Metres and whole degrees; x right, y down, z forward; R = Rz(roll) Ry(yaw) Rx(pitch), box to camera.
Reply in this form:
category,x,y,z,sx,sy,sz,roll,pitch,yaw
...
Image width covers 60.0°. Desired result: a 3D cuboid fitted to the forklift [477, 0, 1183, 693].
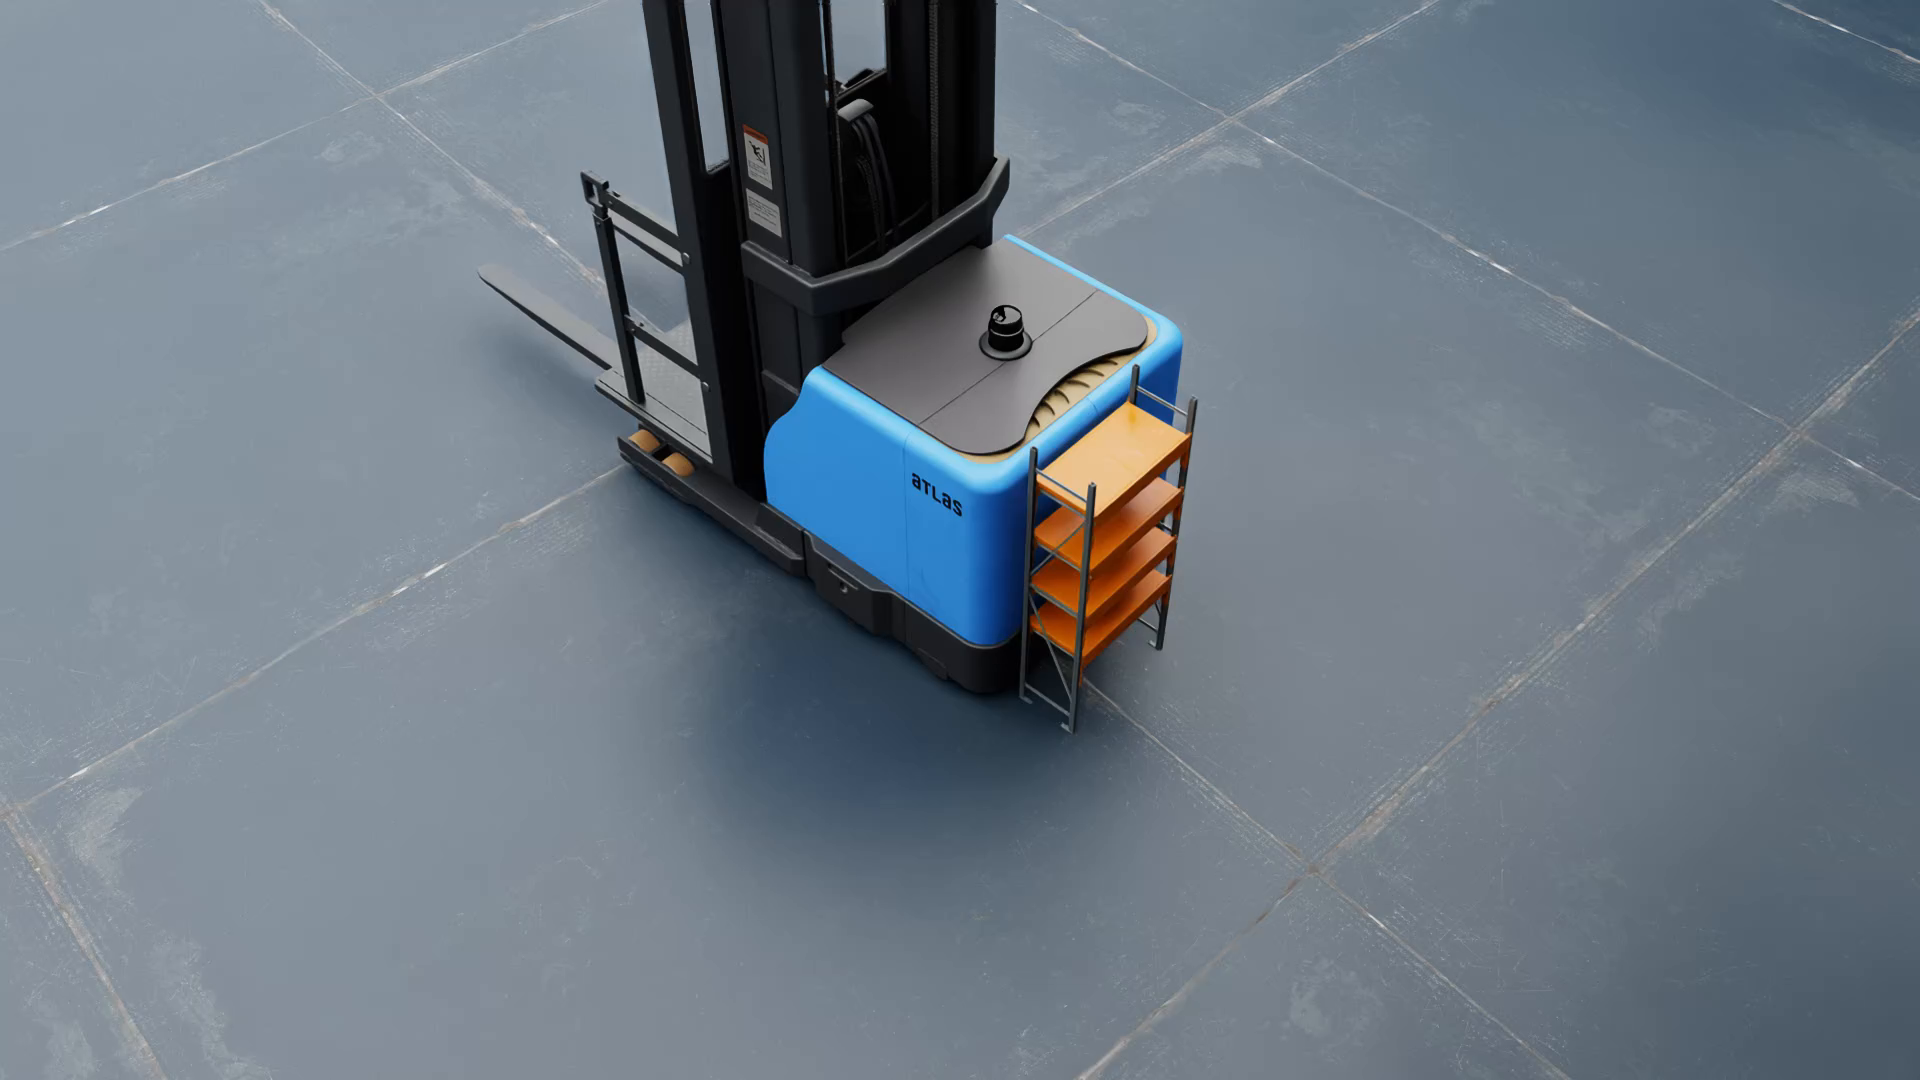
category,x,y,z,sx,sy,sz,roll,pitch,yaw
forklift,-0.685,-1.420,5.566,3.031,2.935,1.130,33,56,27

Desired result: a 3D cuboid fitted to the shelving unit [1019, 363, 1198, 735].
category,x,y,z,sx,sy,sz,roll,pitch,yaw
shelving unit,0.461,0.059,5.380,0.258,1.200,0.503,33,56,27

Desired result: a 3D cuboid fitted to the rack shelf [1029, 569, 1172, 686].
category,x,y,z,sx,sy,sz,roll,pitch,yaw
rack shelf,0.461,0.239,5.575,0.258,0.148,0.480,33,56,27

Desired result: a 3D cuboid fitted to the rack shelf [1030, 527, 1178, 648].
category,x,y,z,sx,sy,sz,roll,pitch,yaw
rack shelf,0.461,0.104,5.429,0.258,0.148,0.480,33,56,27

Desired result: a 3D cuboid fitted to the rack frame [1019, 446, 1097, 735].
category,x,y,z,sx,sy,sz,roll,pitch,yaw
rack frame,0.298,0.192,5.256,0.240,1.200,0.015,33,56,27

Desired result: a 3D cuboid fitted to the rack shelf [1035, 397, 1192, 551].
category,x,y,z,sx,sy,sz,roll,pitch,yaw
rack shelf,0.461,-0.208,5.091,0.258,0.148,0.480,33,56,27

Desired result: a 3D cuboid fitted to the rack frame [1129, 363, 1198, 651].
category,x,y,z,sx,sy,sz,roll,pitch,yaw
rack frame,0.624,-0.075,5.503,0.240,1.200,0.015,33,56,27

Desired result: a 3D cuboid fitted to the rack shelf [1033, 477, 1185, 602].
category,x,y,z,sx,sy,sz,roll,pitch,yaw
rack shelf,0.461,-0.048,5.265,0.258,0.148,0.480,33,56,27
